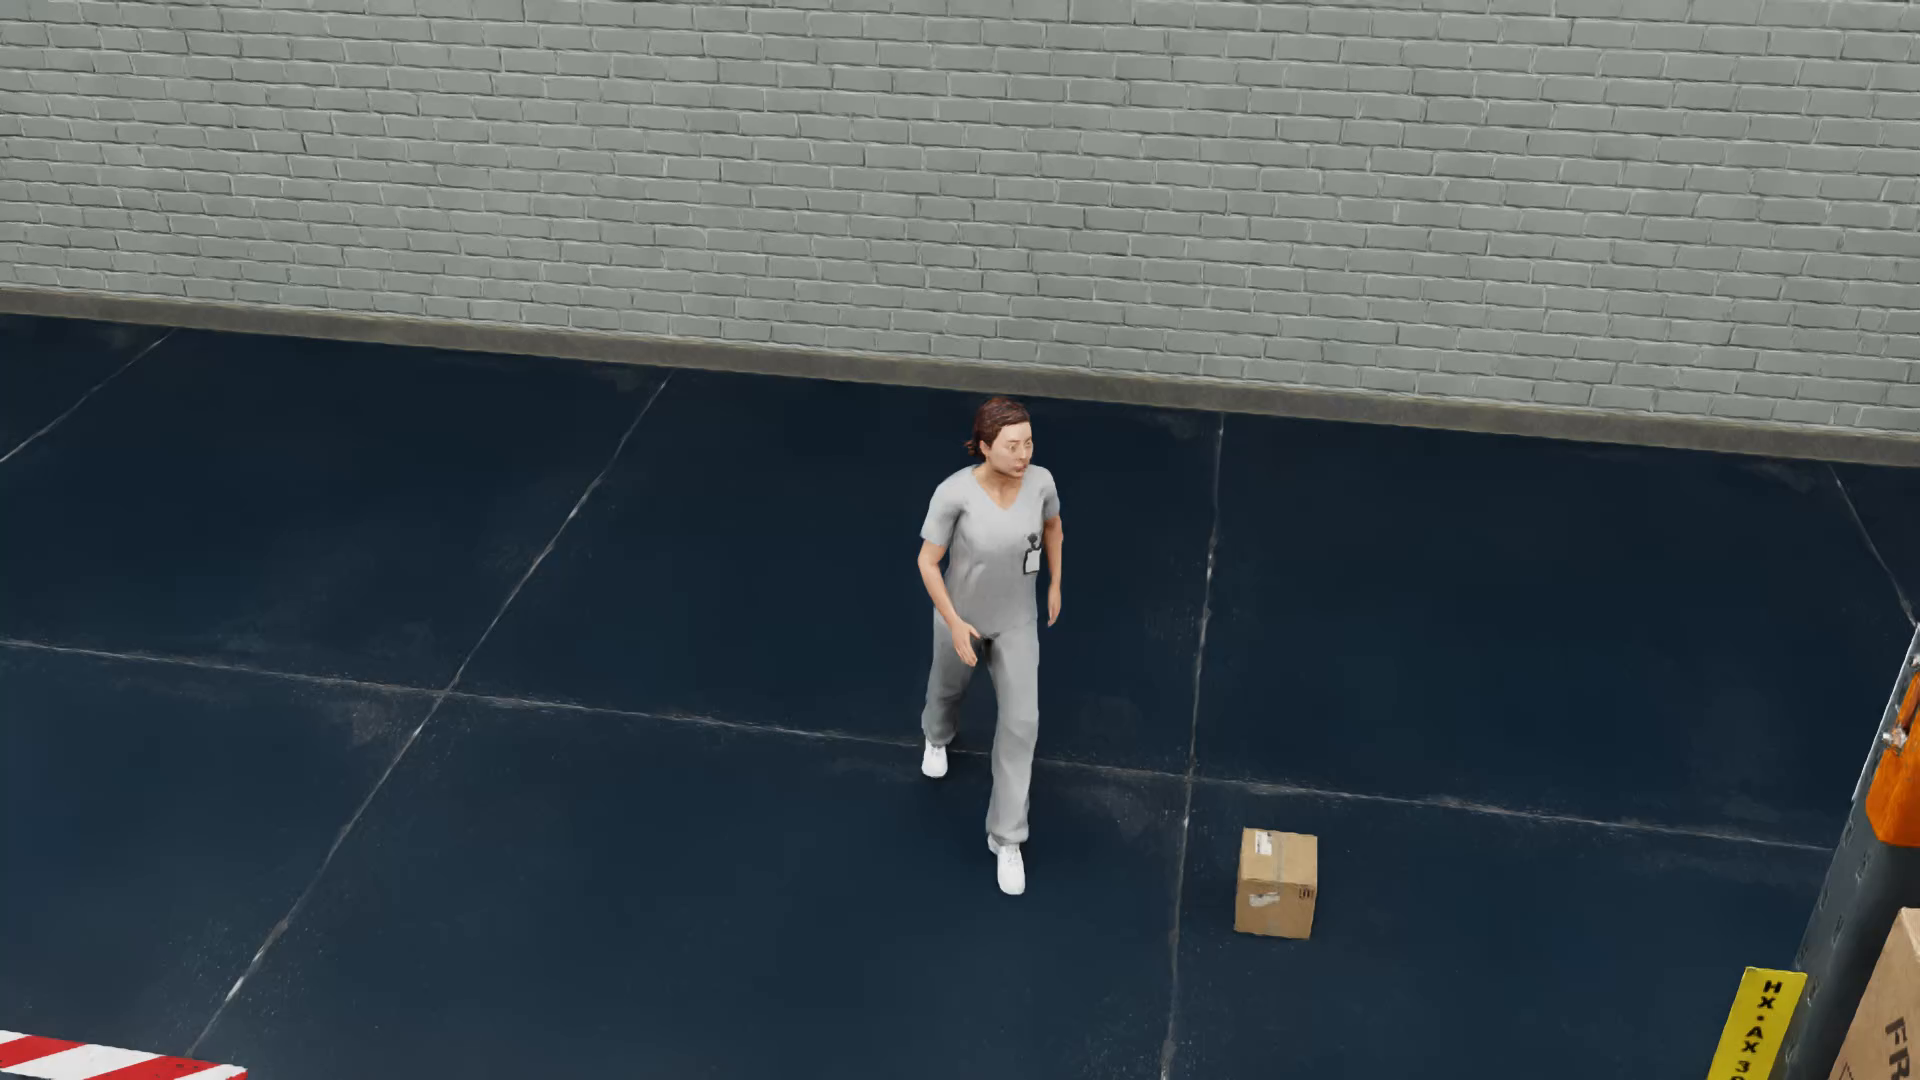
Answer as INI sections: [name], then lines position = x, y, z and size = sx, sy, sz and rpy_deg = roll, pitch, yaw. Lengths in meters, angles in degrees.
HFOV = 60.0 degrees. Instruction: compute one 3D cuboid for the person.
[person]
position = 0.137, 0.292, 5.676
size = 0.546, 1.630, 0.952
rpy_deg = -7, 33, -11
